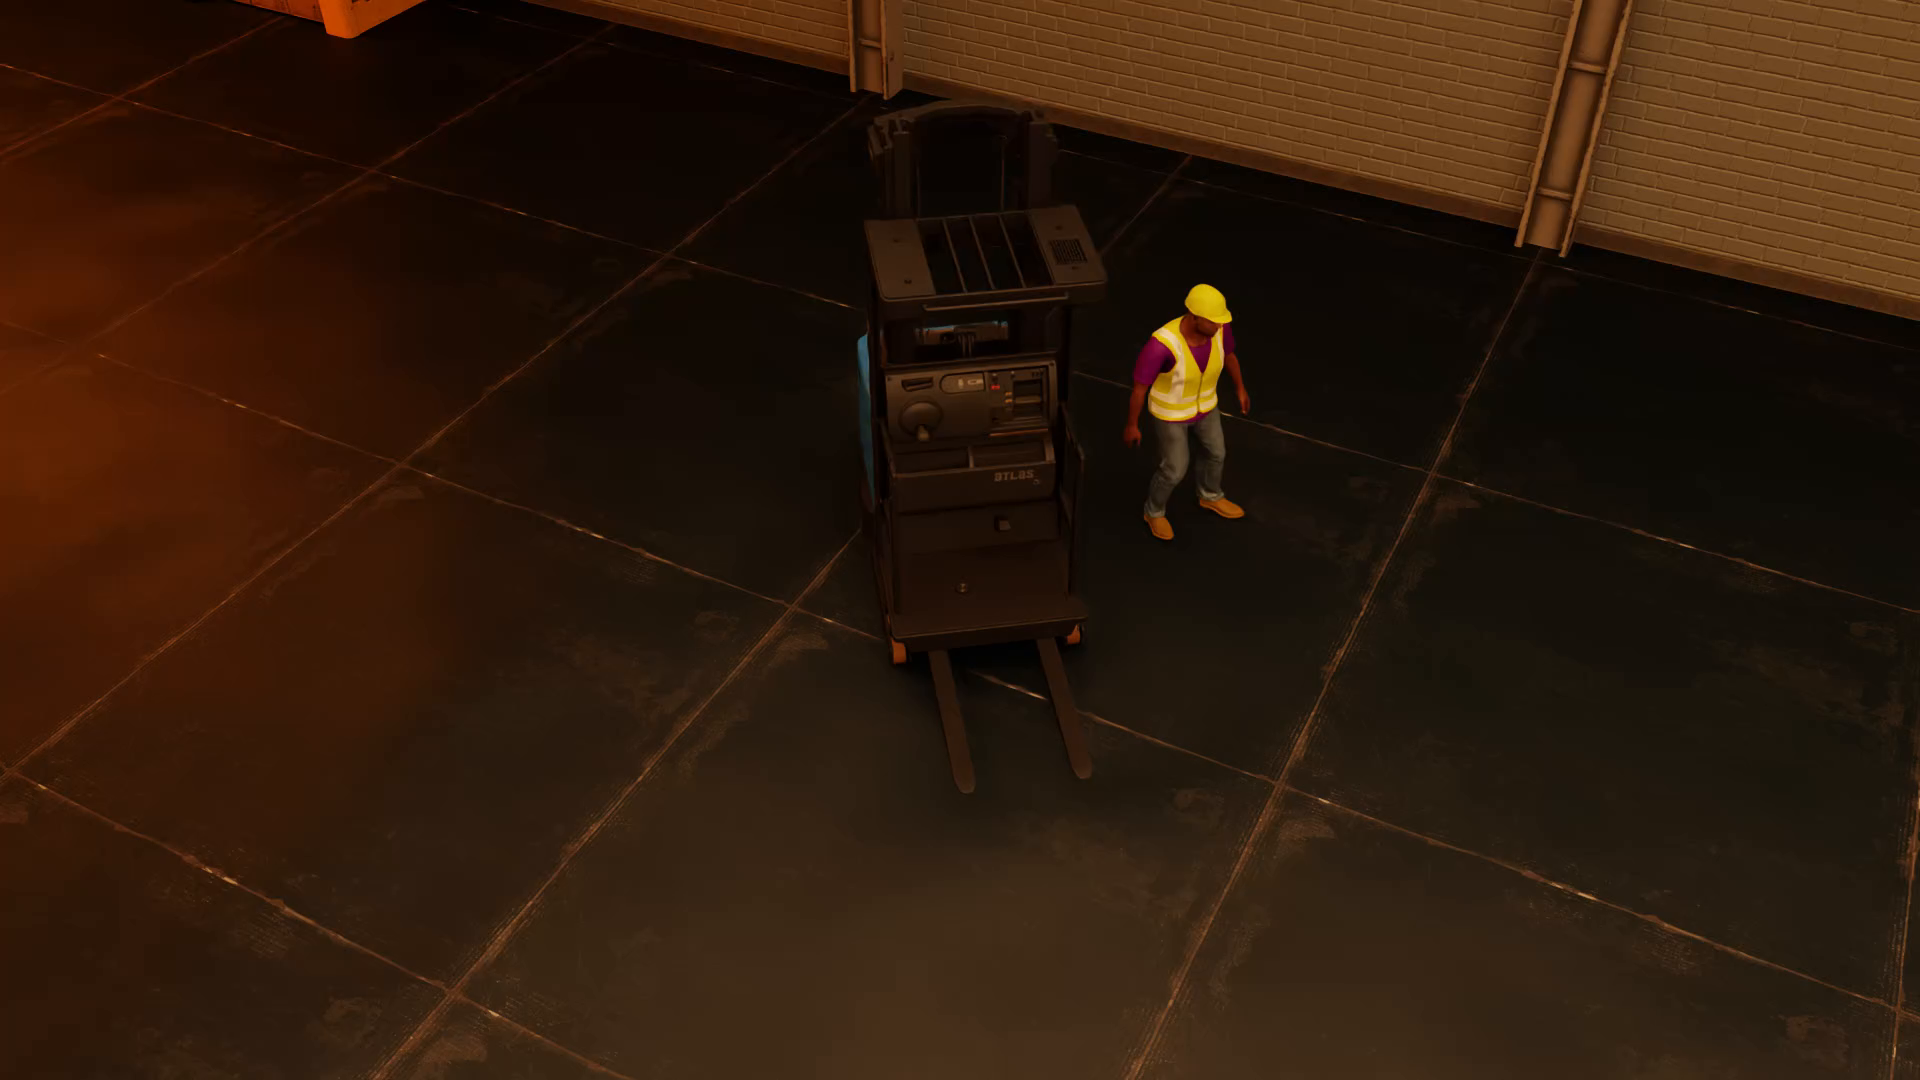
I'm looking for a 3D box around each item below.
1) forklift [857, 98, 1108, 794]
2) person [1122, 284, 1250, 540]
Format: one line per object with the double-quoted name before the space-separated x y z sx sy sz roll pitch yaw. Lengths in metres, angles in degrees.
"forklift" 0.100 -0.668 8.780 1.130 2.935 3.031 -6 40 -7
"person" 1.358 -0.766 9.822 0.824 1.739 0.421 -22 45 -24
